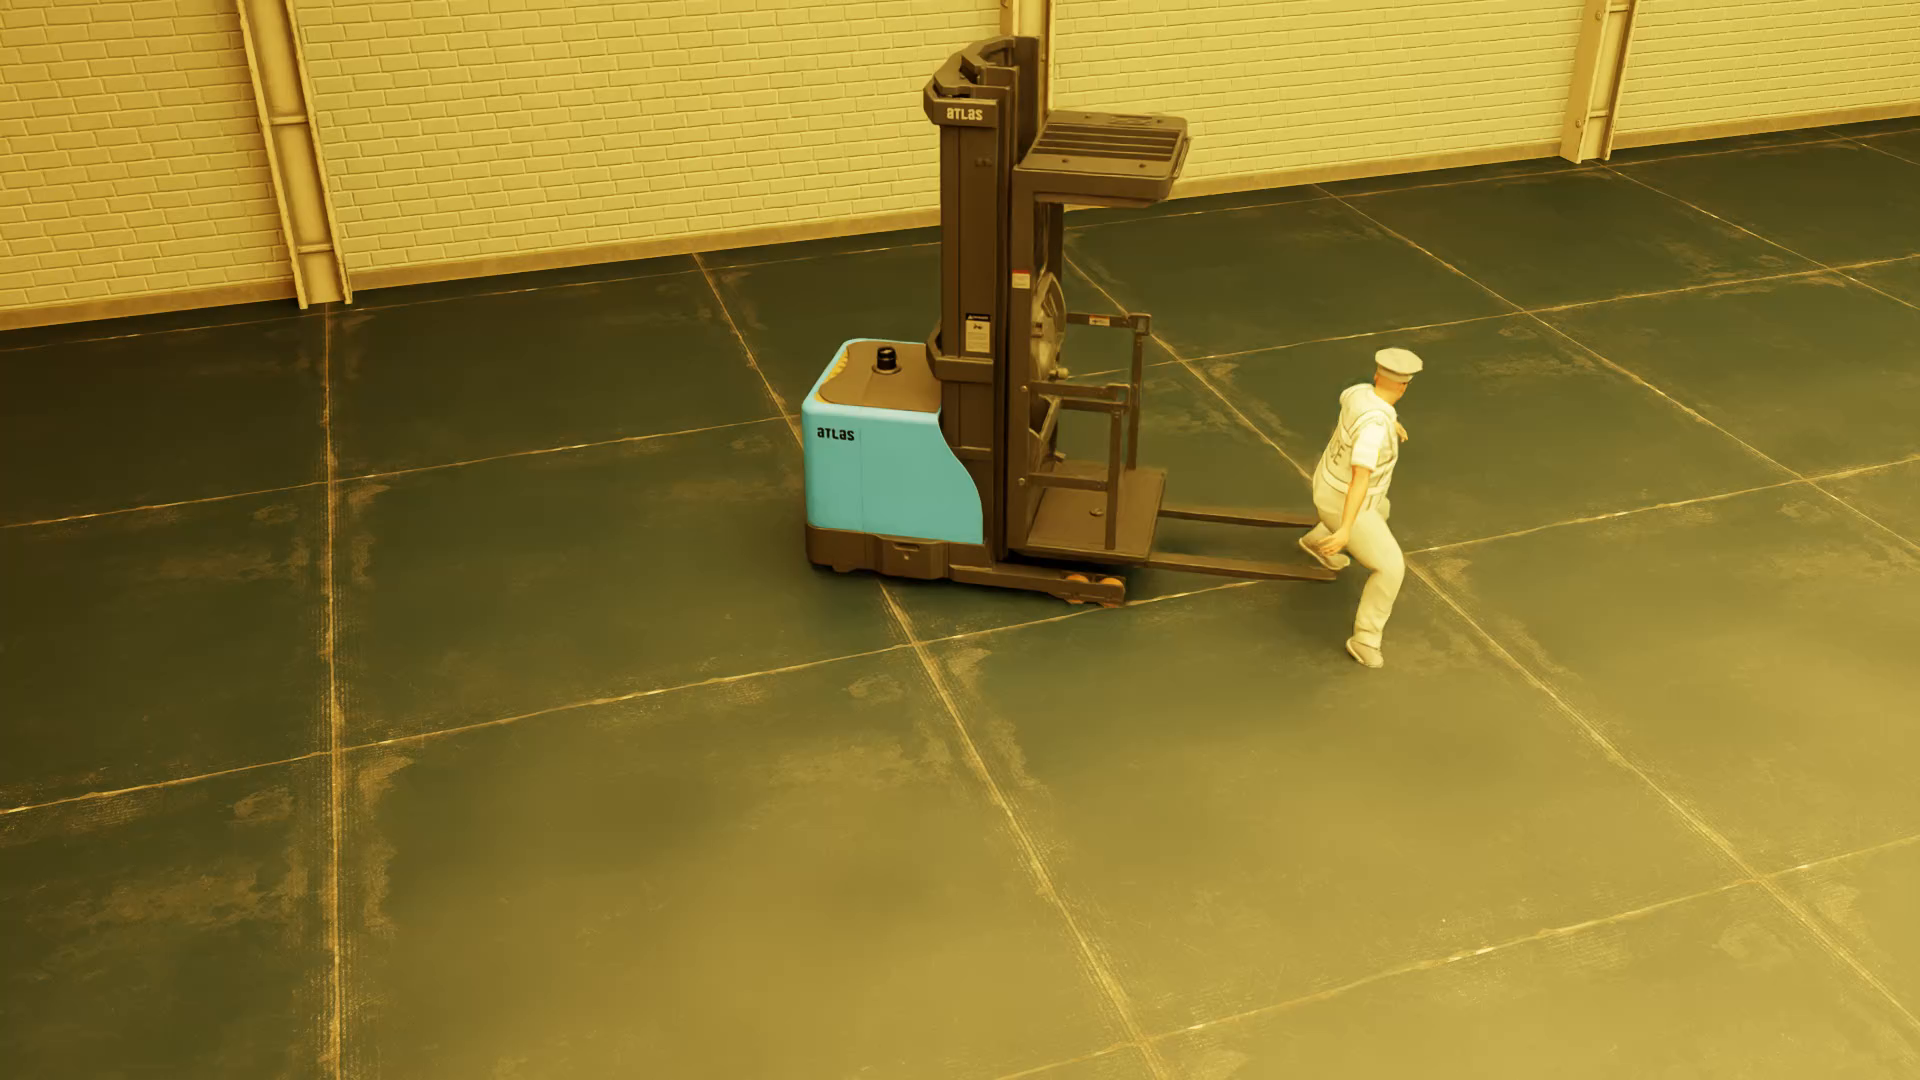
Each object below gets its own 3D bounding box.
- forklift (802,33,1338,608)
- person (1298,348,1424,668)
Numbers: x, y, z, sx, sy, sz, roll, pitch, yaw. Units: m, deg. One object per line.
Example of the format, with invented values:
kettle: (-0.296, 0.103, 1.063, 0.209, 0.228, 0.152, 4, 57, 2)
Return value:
forklift: (0.675, -1.178, 9.134, 3.031, 2.935, 1.130, 6, 30, 10)
person: (2.134, -0.193, 8.863, 0.559, 1.686, 1.186, 6, 30, 10)
